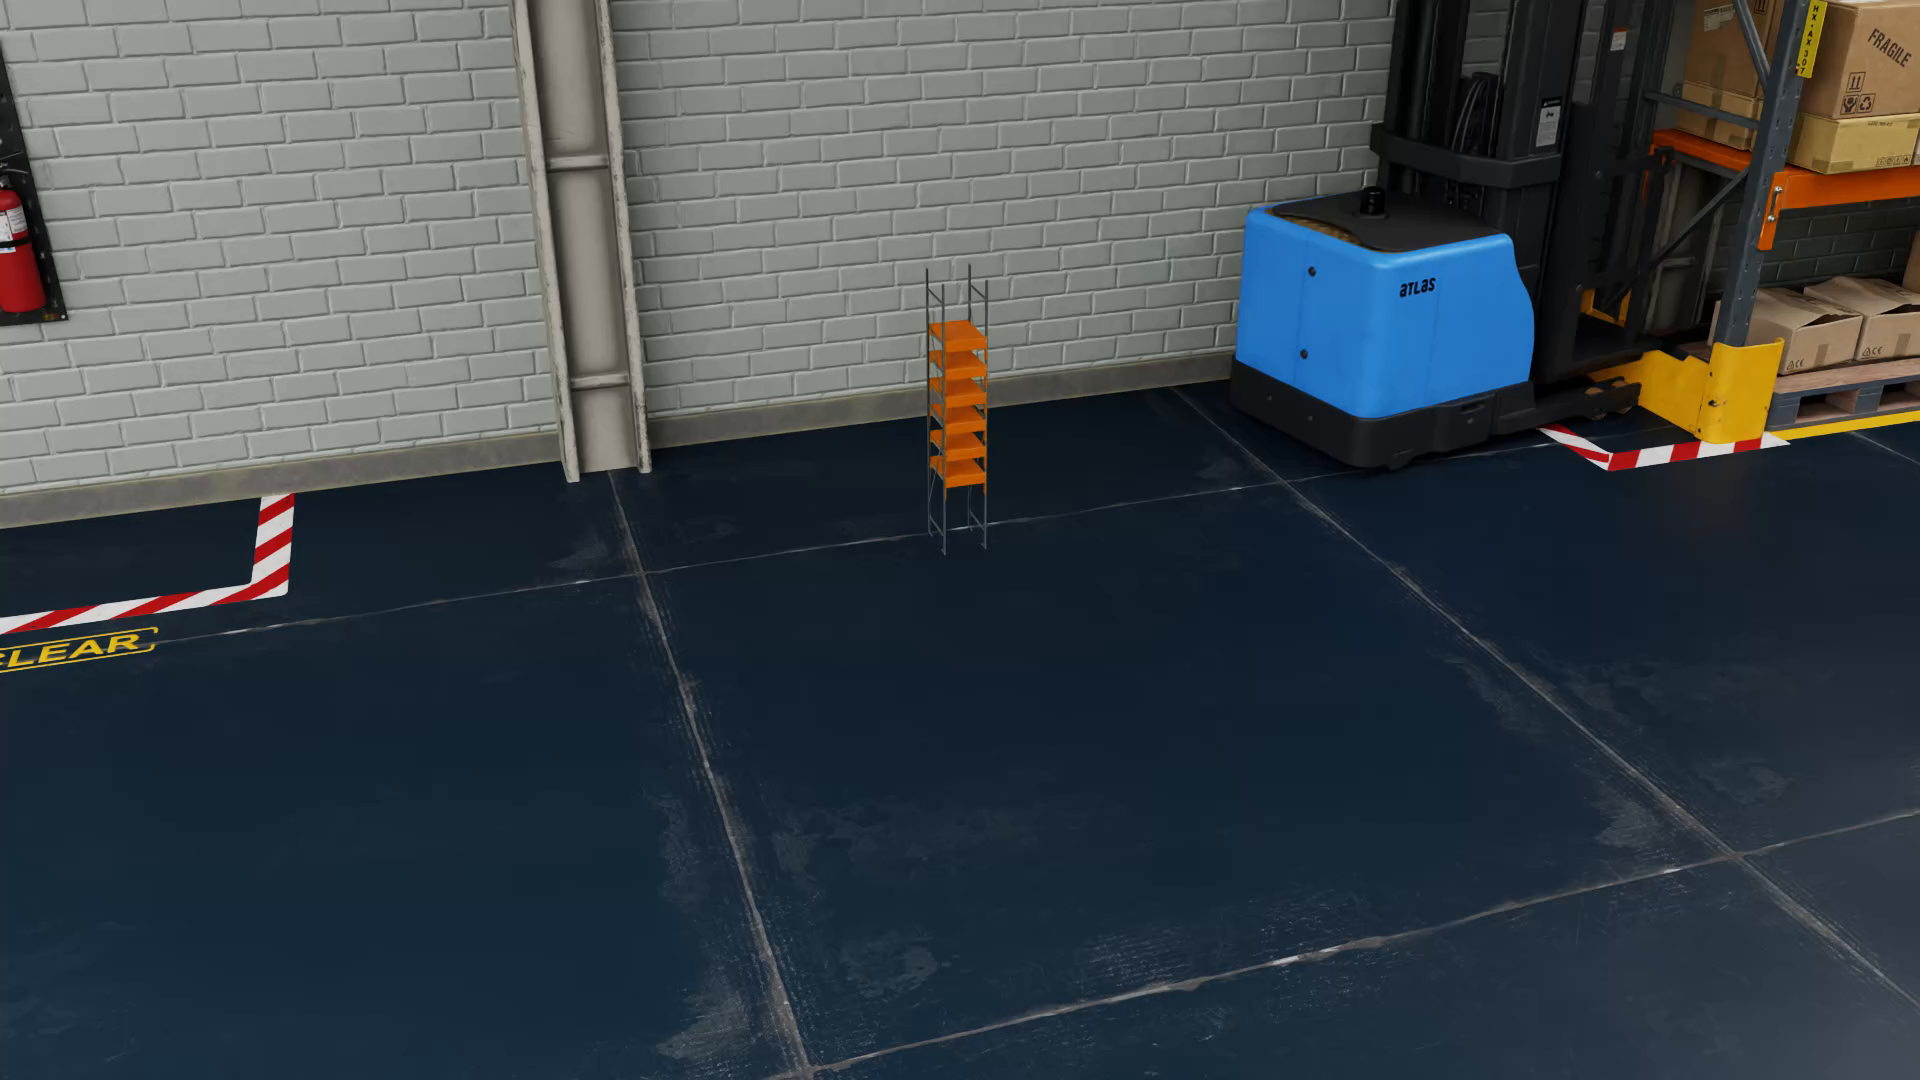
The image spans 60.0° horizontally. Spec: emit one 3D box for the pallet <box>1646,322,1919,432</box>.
[{"bbox_3d":[4.466,-0.927,8.881,1.213,0.211,1.003,-8,28,-16],"label":"pallet"}]

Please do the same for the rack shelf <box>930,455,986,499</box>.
[{"bbox_3d":[-0.014,-0.281,7.106,0.180,0.103,0.258,-8,28,-16],"label":"rack shelf"}]

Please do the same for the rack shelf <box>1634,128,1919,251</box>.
[{"bbox_3d":[5.512,-2.022,8.759,4.000,0.370,1.077,-8,28,-16],"label":"rack shelf"}]

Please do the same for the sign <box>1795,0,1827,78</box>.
[{"bbox_3d":[3.779,-2.227,7.390,0.005,0.325,0.100,-8,28,-16],"label":"sign"}]

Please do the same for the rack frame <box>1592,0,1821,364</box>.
[{"bbox_3d":[3.610,-2.069,8.044,0.127,3.000,1.000,-8,28,-16],"label":"rack frame"}]

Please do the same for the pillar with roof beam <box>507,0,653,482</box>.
[{"bbox_3d":[-0.364,-2.572,2.310,0.400,9.000,9.100,-8,28,-16],"label":"pillar with roof beam"}]

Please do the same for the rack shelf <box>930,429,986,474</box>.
[{"bbox_3d":[-0.014,-0.388,7.052,0.180,0.103,0.258,-8,28,-16],"label":"rack shelf"}]

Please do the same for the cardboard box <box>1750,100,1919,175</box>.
[{"bbox_3d":[4.173,-1.944,7.938,0.500,0.250,0.500,-9,28,-18],"label":"cardboard box"}]

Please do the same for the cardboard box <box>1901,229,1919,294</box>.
[{"bbox_3d":[5.551,-1.362,8.937,0.500,0.500,0.700,-10,28,-19],"label":"cardboard box"}]

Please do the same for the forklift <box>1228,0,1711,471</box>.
[{"bbox_3d":[2.907,-2.109,8.201,3.031,2.935,1.130,-15,30,-27],"label":"forklift"}]

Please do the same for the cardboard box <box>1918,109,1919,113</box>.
[{"bbox_3d":[4.630,-2.349,7.911,0.500,0.500,0.500,-8,28,-16],"label":"cardboard box"}]

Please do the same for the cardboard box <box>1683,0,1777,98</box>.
[{"bbox_3d":[3.993,-2.501,8.218,0.500,0.500,0.500,-9,28,-17],"label":"cardboard box"}]

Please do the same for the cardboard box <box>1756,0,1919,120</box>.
[{"bbox_3d":[4.157,-2.285,7.783,0.500,0.500,0.500,-8,28,-16],"label":"cardboard box"}]

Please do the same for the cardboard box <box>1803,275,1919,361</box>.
[{"bbox_3d":[4.838,-1.197,8.818,0.500,0.311,0.500,-6,27,-12],"label":"cardboard box"}]

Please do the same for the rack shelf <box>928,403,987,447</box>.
[{"bbox_3d":[-0.014,-0.496,6.999,0.180,0.103,0.258,-8,28,-16],"label":"rack shelf"}]

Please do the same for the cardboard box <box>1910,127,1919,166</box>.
[{"bbox_3d":[4.662,-2.021,8.094,0.500,0.250,0.500,-9,28,-18],"label":"cardboard box"}]

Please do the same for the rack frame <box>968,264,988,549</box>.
[{"bbox_3d":[0.073,-0.548,7.005,0.006,1.200,0.240,-8,28,-16],"label":"rack frame"}]

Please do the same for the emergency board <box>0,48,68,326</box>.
[{"bbox_3d":[-4.058,-1.381,6.658,0.643,1.169,0.194,-8,28,-16],"label":"emergency board"}]

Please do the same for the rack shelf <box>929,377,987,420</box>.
[{"bbox_3d":[-0.014,-0.603,6.946,0.180,0.103,0.258,-8,28,-16],"label":"rack shelf"}]

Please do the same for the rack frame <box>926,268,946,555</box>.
[{"bbox_3d":[-0.101,-0.523,6.954,0.006,1.200,0.240,-8,28,-16],"label":"rack frame"}]

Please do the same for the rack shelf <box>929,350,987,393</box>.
[{"bbox_3d":[-0.014,-0.711,6.892,0.180,0.103,0.258,-8,28,-16],"label":"rack shelf"}]

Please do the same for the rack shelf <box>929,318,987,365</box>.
[{"bbox_3d":[-0.014,-0.818,6.839,0.180,0.103,0.258,-8,28,-16],"label":"rack shelf"}]

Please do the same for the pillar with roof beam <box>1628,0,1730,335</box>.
[{"bbox_3d":[5.341,-3.398,3.975,0.400,9.000,9.100,-8,28,-16],"label":"pillar with roof beam"}]

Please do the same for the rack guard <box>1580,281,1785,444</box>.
[{"bbox_3d":[3.683,-0.960,8.621,0.348,0.500,1.175,-8,28,-16],"label":"rack guard"}]

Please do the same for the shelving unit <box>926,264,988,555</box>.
[{"bbox_3d":[-0.014,-0.535,6.979,0.189,1.200,0.258,-8,28,-16],"label":"shelving unit"}]

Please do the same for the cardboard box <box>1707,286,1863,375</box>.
[{"bbox_3d":[4.296,-1.119,8.660,0.500,0.311,0.500,-12,29,-22],"label":"cardboard box"}]

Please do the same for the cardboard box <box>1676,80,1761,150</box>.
[{"bbox_3d":[3.995,-2.157,8.368,0.500,0.250,0.500,-8,27,-15],"label":"cardboard box"}]
